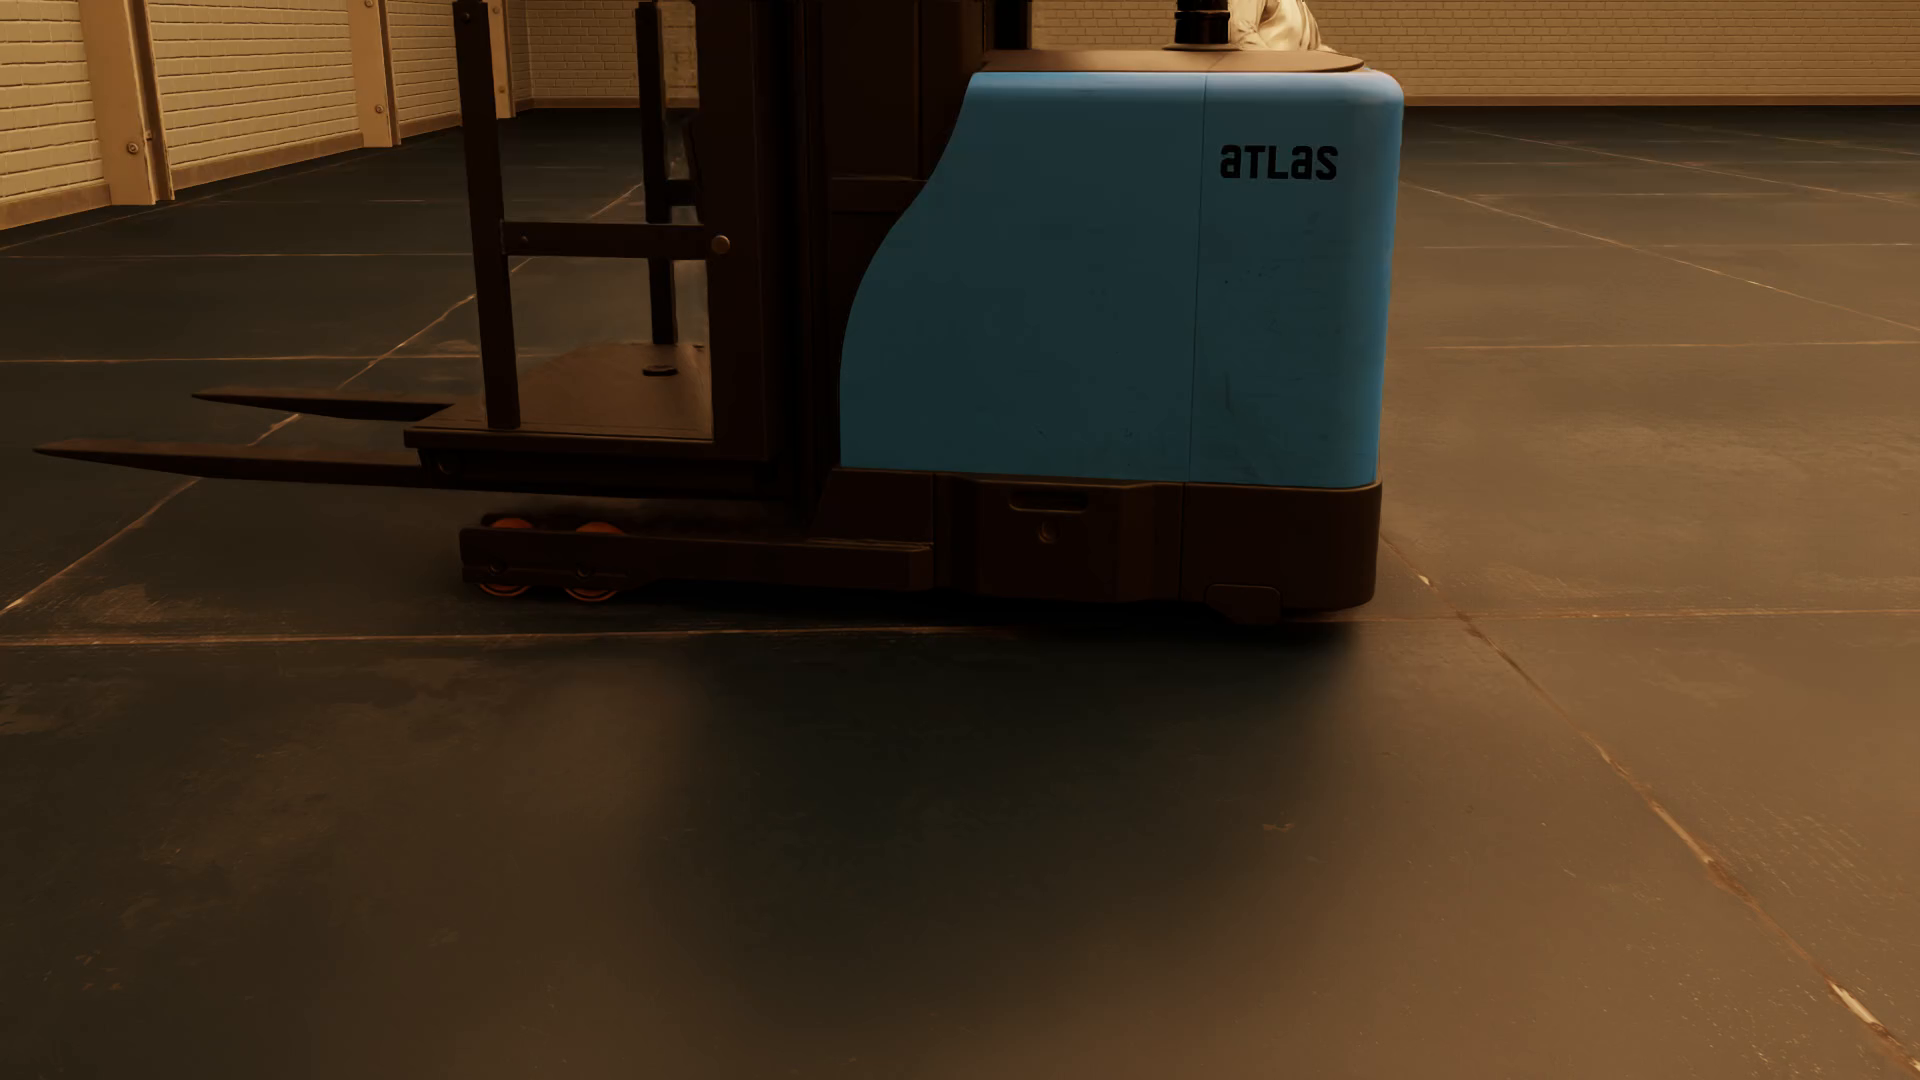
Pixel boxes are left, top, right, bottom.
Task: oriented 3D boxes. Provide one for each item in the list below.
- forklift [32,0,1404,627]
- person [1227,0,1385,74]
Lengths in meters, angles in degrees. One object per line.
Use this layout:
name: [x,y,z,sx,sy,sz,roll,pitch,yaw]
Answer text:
forklift: [-0.599,-1.419,3.546,3.031,2.935,1.130,3,17,9]
person: [1.346,-1.691,6.604,0.752,1.660,0.817,4,18,14]
